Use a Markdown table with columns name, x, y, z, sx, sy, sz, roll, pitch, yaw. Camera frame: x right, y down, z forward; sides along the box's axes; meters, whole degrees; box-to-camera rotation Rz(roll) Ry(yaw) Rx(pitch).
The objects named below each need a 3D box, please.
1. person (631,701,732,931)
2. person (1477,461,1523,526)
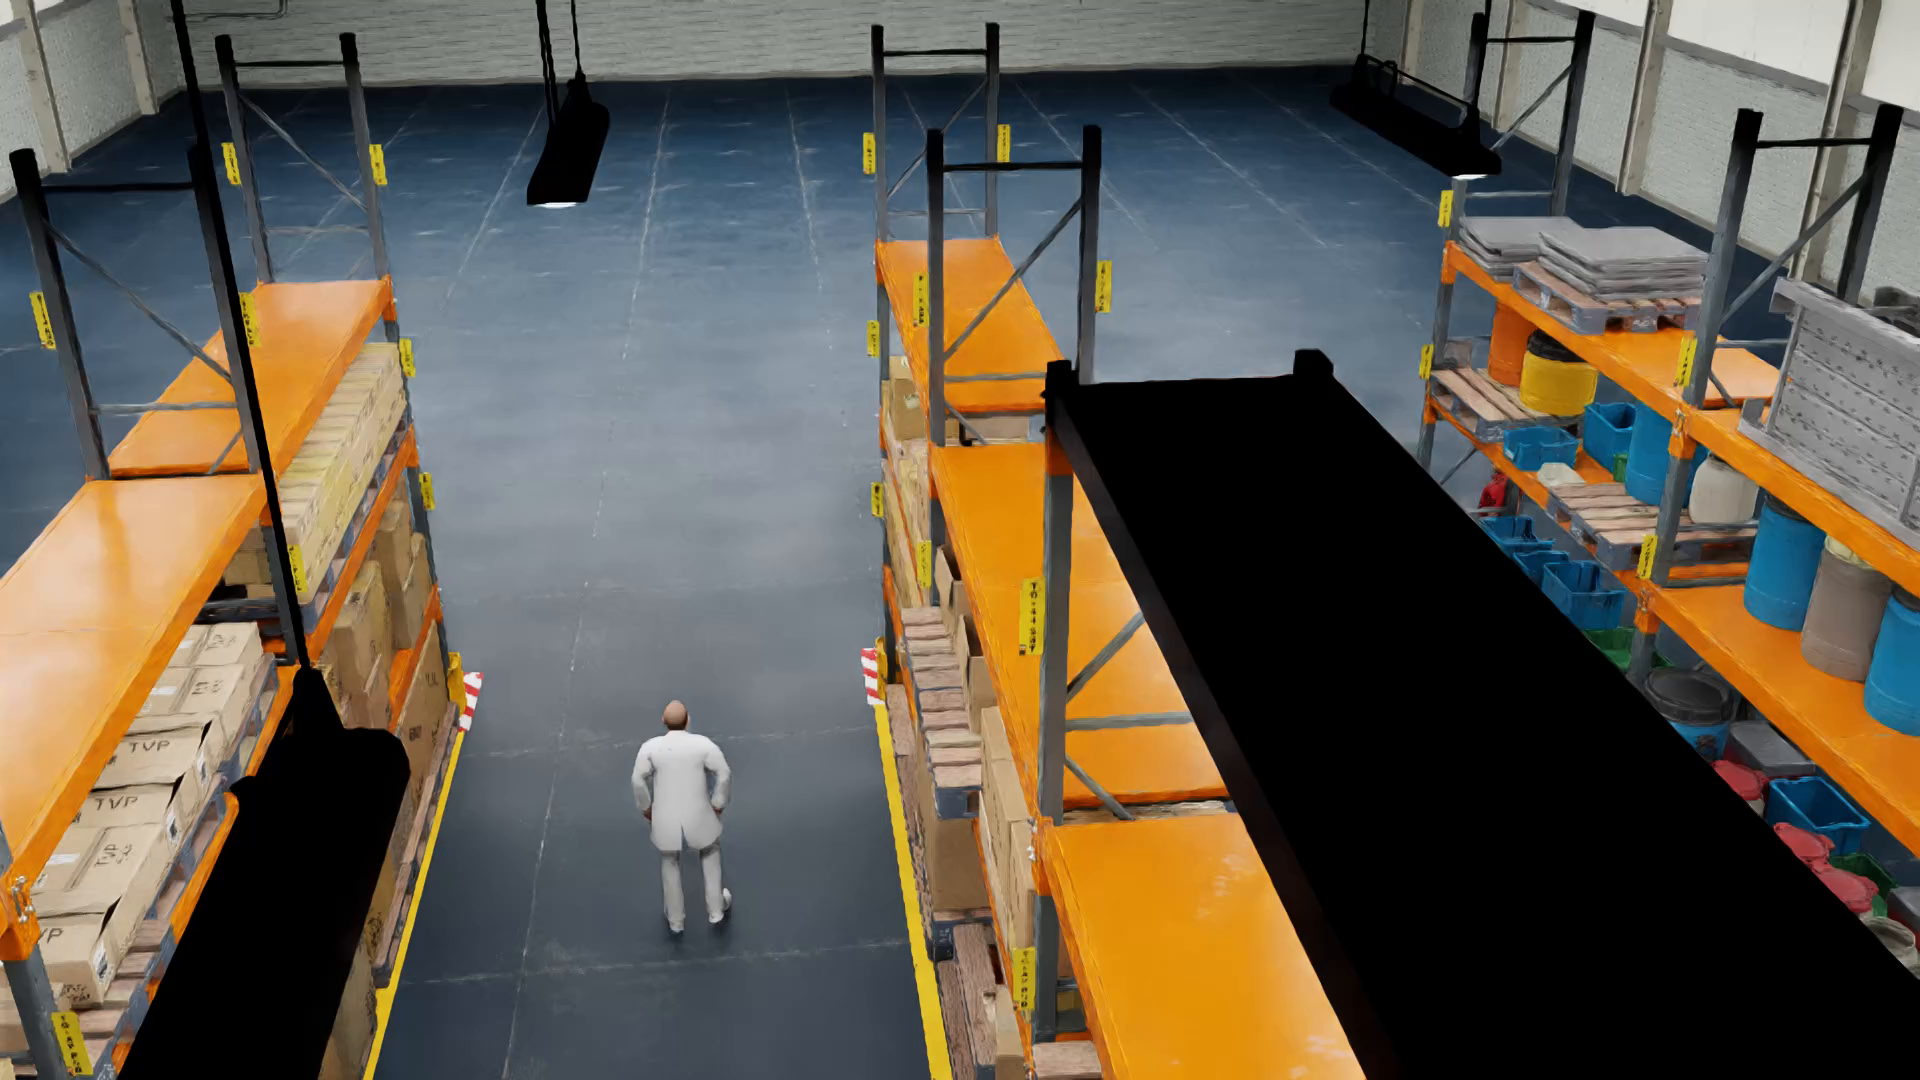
| name | x | y | z | sx | sy | sz | roll | pitch | yaw |
| --- | --- | --- | --- | --- | --- | --- | --- | --- | --- |
| person | -2.031 | 2.021 | 12.270 | 0.729 | 1.733 | 0.546 | -3 | 26 | -7 |
| person | 5.512 | -0.132 | 16.824 | 0.684 | 1.708 | 0.528 | -23 | 34 | -39 |
